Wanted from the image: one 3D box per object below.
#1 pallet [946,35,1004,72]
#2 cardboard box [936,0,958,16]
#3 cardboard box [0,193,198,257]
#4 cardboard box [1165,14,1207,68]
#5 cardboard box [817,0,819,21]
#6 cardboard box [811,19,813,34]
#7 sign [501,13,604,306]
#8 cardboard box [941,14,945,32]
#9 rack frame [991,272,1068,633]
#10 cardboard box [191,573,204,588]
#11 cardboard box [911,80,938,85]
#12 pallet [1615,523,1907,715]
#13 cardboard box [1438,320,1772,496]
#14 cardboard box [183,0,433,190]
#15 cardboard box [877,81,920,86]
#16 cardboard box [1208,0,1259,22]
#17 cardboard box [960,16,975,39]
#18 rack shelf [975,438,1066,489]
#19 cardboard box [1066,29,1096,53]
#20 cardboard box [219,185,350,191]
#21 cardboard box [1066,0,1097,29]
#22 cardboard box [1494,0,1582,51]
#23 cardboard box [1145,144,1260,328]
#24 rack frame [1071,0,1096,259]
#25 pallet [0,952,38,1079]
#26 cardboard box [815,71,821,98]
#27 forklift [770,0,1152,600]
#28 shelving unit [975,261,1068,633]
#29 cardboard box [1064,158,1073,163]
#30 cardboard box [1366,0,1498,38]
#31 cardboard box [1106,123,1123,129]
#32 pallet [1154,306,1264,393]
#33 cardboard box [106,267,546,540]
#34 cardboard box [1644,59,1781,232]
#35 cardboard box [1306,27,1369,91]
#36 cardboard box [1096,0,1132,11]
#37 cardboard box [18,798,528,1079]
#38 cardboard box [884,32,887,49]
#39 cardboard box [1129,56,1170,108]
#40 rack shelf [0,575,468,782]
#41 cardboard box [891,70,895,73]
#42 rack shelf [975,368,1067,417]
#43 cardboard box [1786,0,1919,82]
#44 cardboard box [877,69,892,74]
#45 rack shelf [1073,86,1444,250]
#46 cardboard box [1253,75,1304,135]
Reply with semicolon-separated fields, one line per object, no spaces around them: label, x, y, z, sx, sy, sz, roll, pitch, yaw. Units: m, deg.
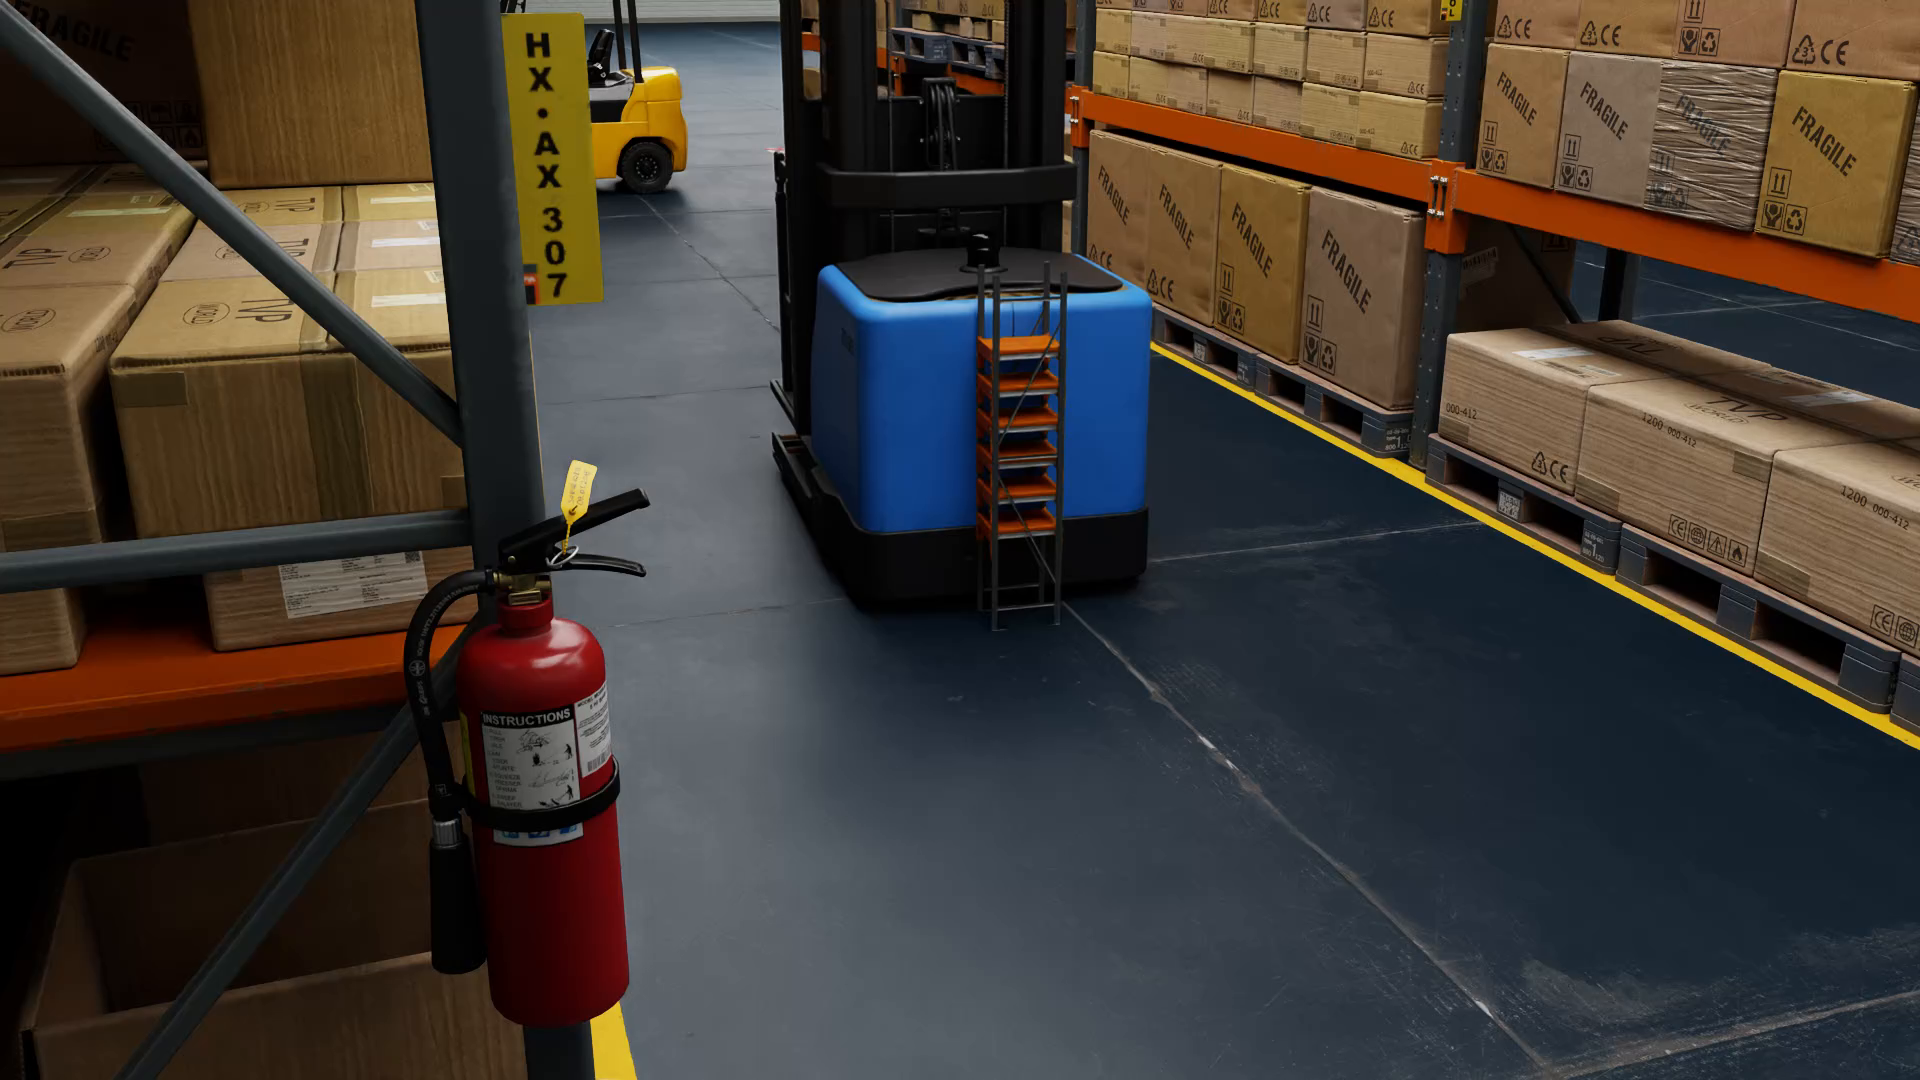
pallet;0.552;-3.601;12.289;1.003;0.211;1.213;-6;21;-17
cardboard box;0.132;-4.227;12.539;0.500;0.500;0.500;-7;21;-18
cardboard box;-1.692;-0.479;3.094;0.500;0.250;0.500;-6;21;-15
cardboard box;1.444;-2.709;9.005;0.500;0.250;0.500;-6;21;-17
cardboard box;-1.088;-5.304;16.159;0.500;0.500;0.500;-7;21;-18
cardboard box;-1.292;-5.206;16.843;0.380;0.149;0.250;-7;21;-19
sign;-0.468;-0.430;1.896;0.100;0.325;0.005;-6;21;-17
cardboard box;0.062;-4.049;13.002;0.380;0.149;0.250;-5;20;-14
rack frame;0.220;-0.265;5.380;0.240;1.200;0.006;-5;20;-13
cardboard box;-0.950;-0.058;2.512;0.380;0.149;0.250;-6;21;-16
cardboard box;-0.153;-3.989;15.423;0.500;0.500;0.500;-6;20;-15
pallet;3.022;0.180;5.604;1.003;0.211;1.213;-6;21;-17
cardboard box;2.566;-0.556;6.696;0.875;0.438;0.875;-7;21;-18
cardboard box;-1.342;-1.043;3.555;0.500;0.500;0.500;-6;21;-16
cardboard box;-0.646;-3.925;15.244;0.500;0.500;0.500;-6;21;-16
cardboard box;1.605;-2.906;8.443;0.500;0.500;0.500;-6;21;-16
cardboard box;0.213;-3.792;12.286;0.380;0.149;0.250;-6;20;-15
rack shelf;0.197;-0.253;5.479;0.258;0.103;0.180;-5;20;-13
cardboard box;0.887;-3.220;10.695;0.380;0.149;0.250;-6;21;-15
cardboard box;-1.372;-0.694;3.694;0.500;0.250;0.500;-7;21;-19
cardboard box;0.806;-3.562;10.686;0.500;0.500;0.500;-7;21;-19
cardboard box;2.390;-2.116;6.244;0.500;0.500;0.500;-6;21;-17
cardboard box;1.628;-1.741;9.349;0.875;0.875;0.875;-6;21;-17
rack frame;1.213;-3.061;10.501;1.000;3.000;0.127;-6;21;-17
pallet;-1.259;1.067;3.133;1.003;0.211;1.213;-6;21;-17
cardboard box;-1.134;-4.421;16.626;0.500;0.500;0.500;-7;21;-19
forklift;-0.194;-1.639;6.643;1.130;2.935;3.031;-5;20;-13
shelving unit;0.197;-0.295;5.464;0.258;1.200;0.189;-5;20;-13
cardboard box;0.573;-2.684;12.718;0.950;0.372;0.625;-6;21;-15
cardboard box;2.092;-2.411;7.066;0.500;0.500;0.500;-6;21;-15
cardboard box;1.636;-3.723;14.922;0.500;0.500;0.500;-6;21;-17
pallet;1.769;-1.097;9.157;1.003;0.211;1.213;-6;21;-17
cardboard box;-0.870;-0.209;2.342;0.500;0.250;0.500;-6;21;-17
cardboard box;2.674;-1.324;5.516;0.500;0.500;0.500;-6;21;-17
cardboard box;1.937;-2.217;7.634;0.500;0.250;0.500;-6;21;-16
cardboard box;1.136;-3.394;9.802;0.500;0.500;0.500;-7;21;-19
cardboard box;-1.085;0.806;2.807;0.797;0.503;0.637;-7;21;-19
cardboard box;-0.434;-4.297;14.314;0.380;0.149;0.250;-7;21;-18
cardboard box;1.306;-2.643;9.561;0.500;0.250;0.500;-7;21;-19
rack shelf;-1.612;-0.268;3.790;1.077;0.370;4.000;-6;21;-17
cardboard box;-0.465;-4.684;16.397;0.380;0.149;0.250;-5;20;-15
rack shelf;0.197;-0.479;5.397;0.258;0.103;0.180;-5;20;-13
cardboard box;2.849;-1.626;4.878;0.500;0.500;0.500;-7;21;-18
cardboard box;-0.635;-4.488;16.811;0.500;0.500;0.500;-6;21;-15
rack shelf;1.842;-2.080;8.835;1.077;0.370;4.000;-6;21;-17
cardboard box;1.791;-2.151;8.190;0.500;0.250;0.500;-7;21;-19
